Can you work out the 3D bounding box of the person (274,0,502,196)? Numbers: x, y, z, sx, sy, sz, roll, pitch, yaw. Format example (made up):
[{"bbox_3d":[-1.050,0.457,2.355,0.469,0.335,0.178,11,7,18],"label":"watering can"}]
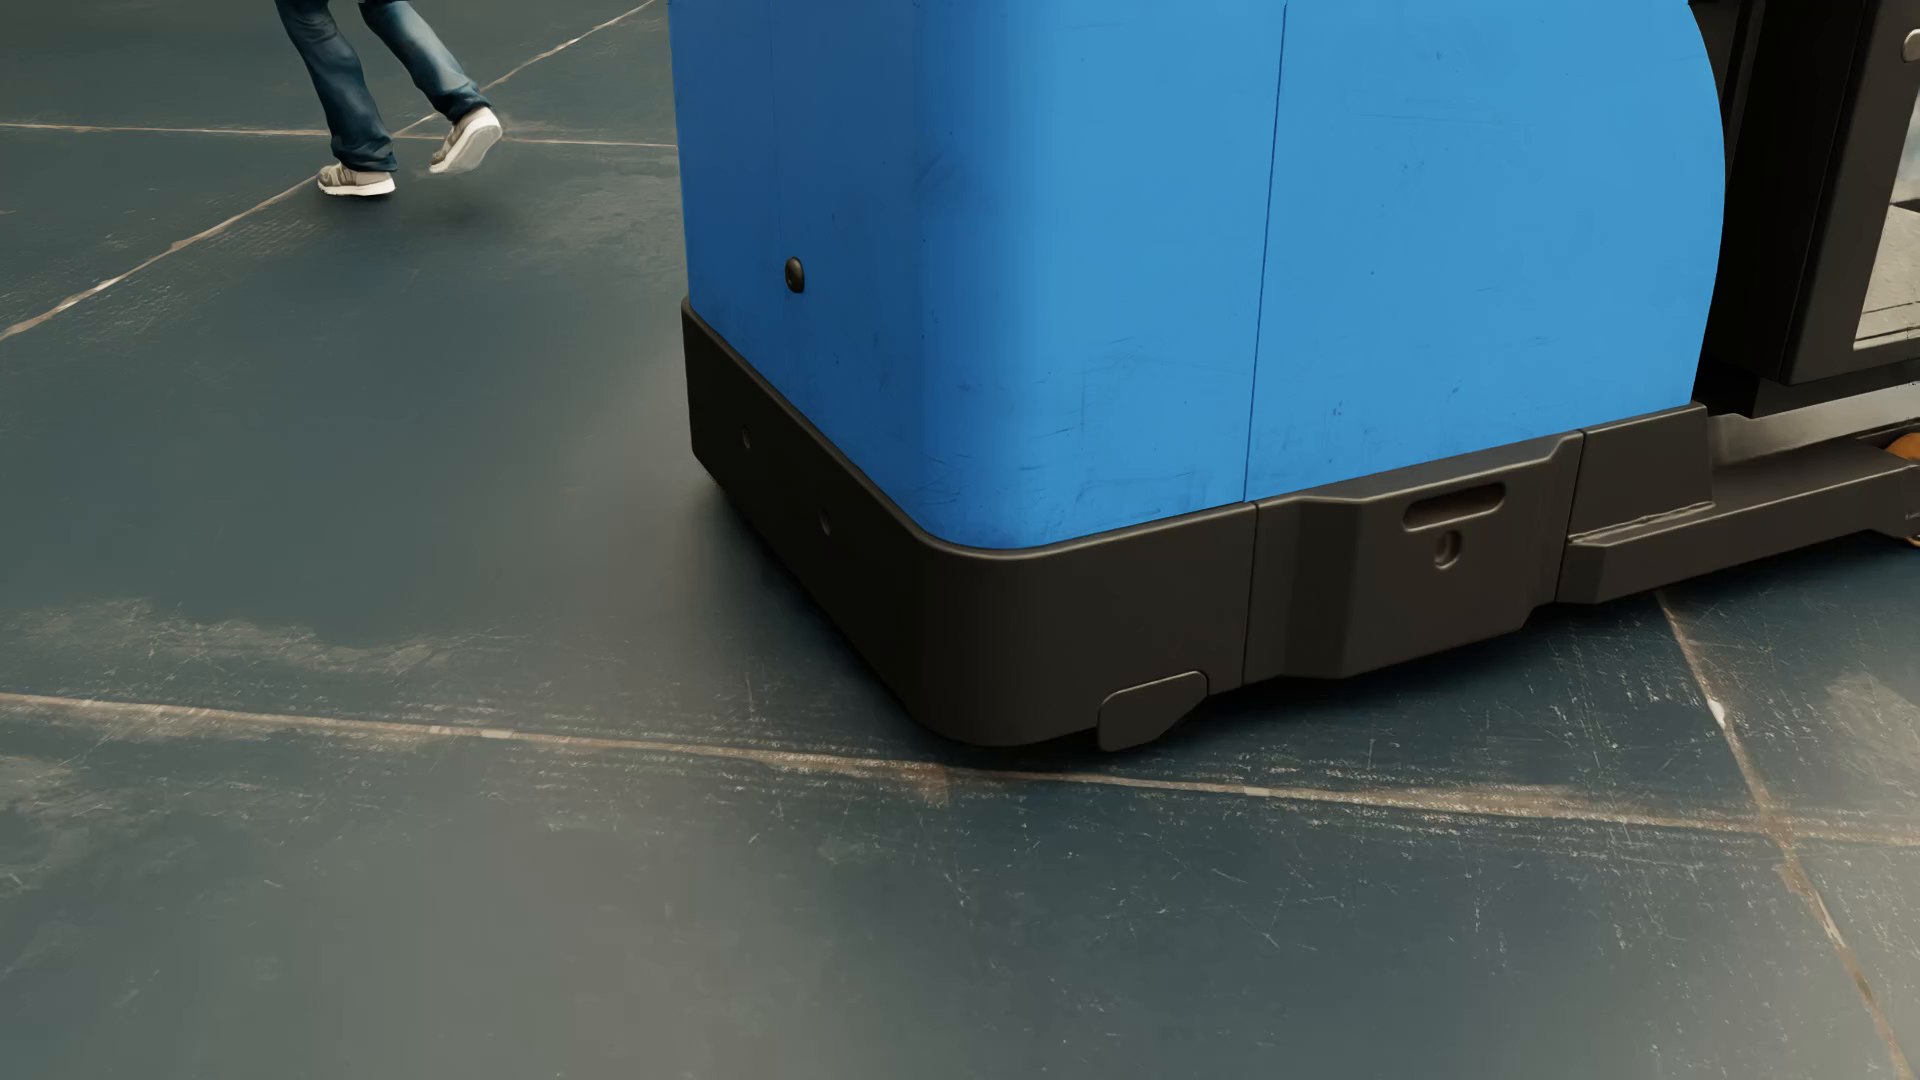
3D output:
[{"bbox_3d":[-1.463,-1.548,3.887,0.580,1.547,0.563,19,32,33],"label":"person"}]

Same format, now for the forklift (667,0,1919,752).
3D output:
[{"bbox_3d":[1.133,-1.501,2.226,3.031,2.935,1.130,-12,29,-23],"label":"forklift"}]
